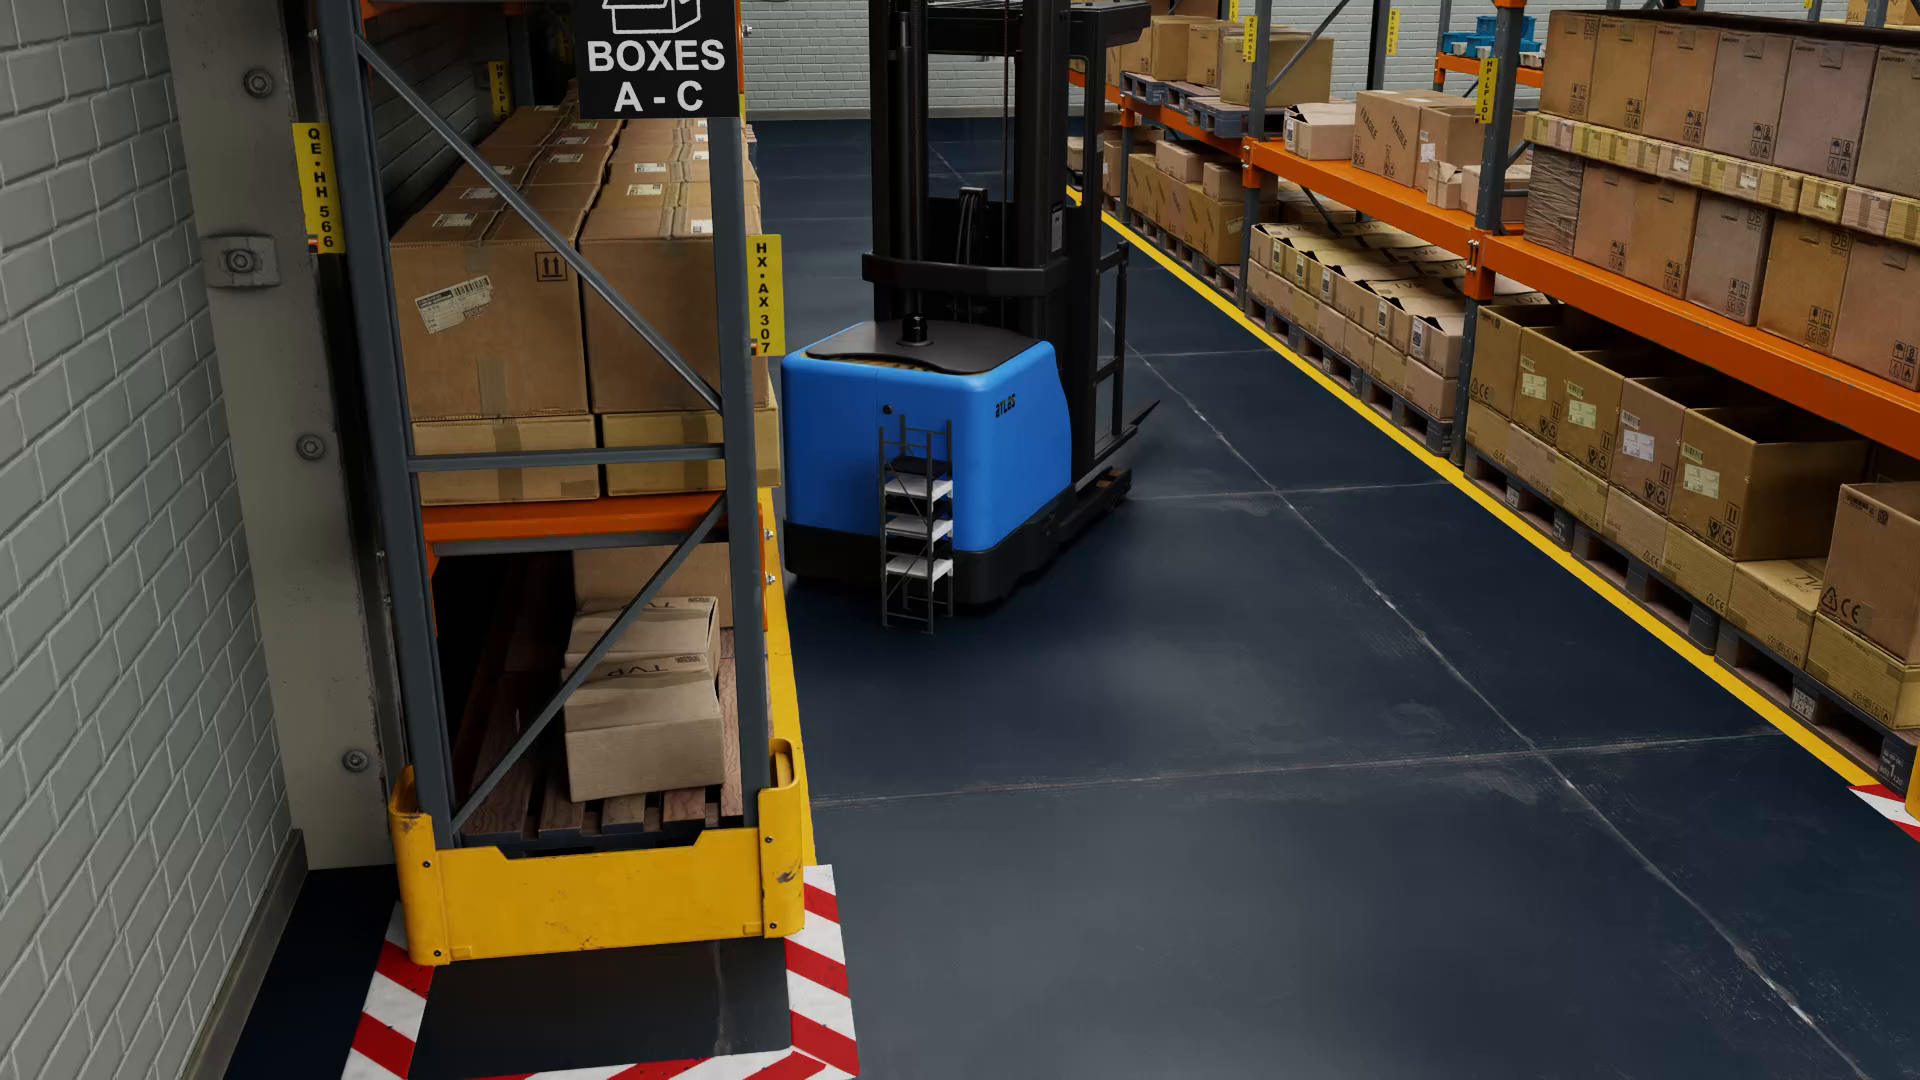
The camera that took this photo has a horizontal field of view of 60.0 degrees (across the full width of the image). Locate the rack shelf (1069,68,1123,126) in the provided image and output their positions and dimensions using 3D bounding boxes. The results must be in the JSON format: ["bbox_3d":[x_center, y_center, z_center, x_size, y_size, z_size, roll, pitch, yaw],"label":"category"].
[{"bbox_3d":[1.825,-4.978,18.286,1.077,0.370,4.000,-3,21,-8],"label":"rack shelf"}]

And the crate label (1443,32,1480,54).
[{"bbox_3d":[6.149,-6.104,20.425,0.416,0.233,0.303,-3,21,-8],"label":"crate label"}]

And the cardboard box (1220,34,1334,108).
[{"bbox_3d":[2.488,-3.694,13.076,0.700,0.500,0.500,-10,23,-26],"label":"cardboard box"}]

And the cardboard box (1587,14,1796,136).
[{"bbox_3d":[3.411,-2.179,7.767,0.700,0.500,0.500,-3,21,-8],"label":"cardboard box"}]

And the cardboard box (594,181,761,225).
[{"bbox_3d":[-0.891,-0.859,5.344,0.500,0.500,0.500,-3,21,-8],"label":"cardboard box"}]

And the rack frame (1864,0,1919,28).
[{"bbox_3d":[7.592,-3.486,13.263,1.000,3.000,0.127,-3,21,-8],"label":"rack frame"}]

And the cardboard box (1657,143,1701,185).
[{"bbox_3d":[3.303,-1.655,7.290,0.380,0.149,0.250,-4,21,-9],"label":"cardboard box"}]

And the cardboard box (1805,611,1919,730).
[{"bbox_3d":[3.473,0.453,6.047,0.500,0.250,0.500,-3,21,-8],"label":"cardboard box"}]

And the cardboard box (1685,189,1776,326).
[{"bbox_3d":[3.563,-1.213,7.034,0.700,0.500,0.500,-2,21,-6],"label":"cardboard box"}]

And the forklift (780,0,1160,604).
[{"bbox_3d":[0.257,-1.572,8.237,1.130,2.935,3.031,9,22,23],"label":"forklift"}]

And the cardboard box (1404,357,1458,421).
[{"bbox_3d":[2.920,-0.890,9.643,0.500,0.250,0.500,-3,21,-8],"label":"cardboard box"}]

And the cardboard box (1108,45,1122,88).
[{"bbox_3d":[1.787,-4.830,16.717,0.500,0.500,0.500,-3,21,-7],"label":"cardboard box"}]

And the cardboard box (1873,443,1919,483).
[{"bbox_3d":[3.912,-0.098,6.449,0.500,0.500,0.500,-3,21,-8],"label":"cardboard box"}]

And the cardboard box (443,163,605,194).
[{"bbox_3d":[-1.478,-1.013,5.756,0.500,0.500,0.500,-3,21,-9],"label":"cardboard box"}]

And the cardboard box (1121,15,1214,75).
[{"bbox_3d":[1.960,-4.691,15.746,0.700,0.500,0.500,-10,23,-26],"label":"cardboard box"}]

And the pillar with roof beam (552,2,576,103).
[{"bbox_3d":[0.515,-7.598,15.697,9.100,9.000,0.400,-3,21,-8],"label":"pillar with roof beam"}]

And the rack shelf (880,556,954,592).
[{"bbox_3d":[-0.186,0.134,7.180,0.258,0.077,0.200,9,22,23],"label":"rack shelf"}]

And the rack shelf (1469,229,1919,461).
[{"bbox_3d":[3.555,-0.823,7.162,1.077,0.370,4.000,-3,21,-8],"label":"rack shelf"}]

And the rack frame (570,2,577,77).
[{"bbox_3d":[-2.211,-2.987,11.926,1.000,3.000,0.127,-3,21,-8],"label":"rack frame"}]

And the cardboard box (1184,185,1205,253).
[{"bbox_3d":[2.249,-2.764,14.273,0.500,0.500,0.500,-4,21,-10],"label":"cardboard box"}]

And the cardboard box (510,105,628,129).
[{"bbox_3d":[-1.774,-1.719,7.645,0.500,0.500,0.500,-3,21,-9],"label":"cardboard box"}]

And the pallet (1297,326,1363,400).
[{"bbox_3d":[2.943,-1.223,11.189,1.003,0.211,1.213,-3,21,-8],"label":"pallet"}]

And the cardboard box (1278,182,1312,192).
[{"bbox_3d":[2.759,-2.800,14.369,0.500,0.500,0.500,-3,21,-8],"label":"cardboard box"}]

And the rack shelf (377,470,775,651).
[{"bbox_3d":[-1.347,-0.572,6.489,1.077,0.370,4.000,-3,21,-8],"label":"rack shelf"}]

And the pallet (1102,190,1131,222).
[{"bbox_3d":[2.015,-3.554,17.431,1.003,0.211,1.213,-3,21,-8],"label":"pallet"}]

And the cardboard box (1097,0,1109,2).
[{"bbox_3d":[1.708,-5.477,17.022,0.500,0.500,0.500,-3,21,-9],"label":"cardboard box"}]

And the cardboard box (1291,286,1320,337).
[{"bbox_3d":[2.629,-1.597,11.533,0.500,0.250,0.500,-3,21,-9],"label":"cardboard box"}]

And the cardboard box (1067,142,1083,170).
[{"bbox_3d":[1.479,-4.377,18.949,0.500,0.250,0.500,-3,21,-8],"label":"cardboard box"}]

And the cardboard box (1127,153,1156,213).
[{"bbox_3d":[1.942,-3.478,16.185,0.500,0.500,0.500,-4,21,-10],"label":"cardboard box"}]

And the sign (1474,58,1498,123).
[{"bbox_3d":[2.731,-2.327,8.619,0.100,0.325,0.005,-3,21,-8],"label":"sign"}]

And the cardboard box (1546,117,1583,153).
[{"bbox_3d":[3.150,-2.014,8.251,0.380,0.149,0.250,-3,21,-7],"label":"cardboard box"}]

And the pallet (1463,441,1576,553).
[{"bbox_3d":[3.340,-0.269,8.635,1.003,0.211,1.213,-3,21,-8],"label":"pallet"}]

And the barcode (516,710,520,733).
[{"bbox_3d":[-1.467,0.602,5.518,0.001,0.075,0.075,-3,21,-8],"label":"barcode"}]

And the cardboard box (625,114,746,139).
[{"bbox_3d":[-1.183,-1.572,7.251,0.500,0.500,0.500,-3,21,-8],"label":"cardboard box"}]

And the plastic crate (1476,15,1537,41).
[{"bbox_3d":[6.672,-6.194,20.378,0.616,0.435,0.499,-3,21,-8],"label":"plastic crate"}]

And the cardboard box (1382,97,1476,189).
[{"bbox_3d":[3.024,-2.522,10.539,0.500,0.500,0.500,-3,21,-8],"label":"cardboard box"}]

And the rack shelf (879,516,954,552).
[{"bbox_3d":[-0.186,-0.034,7.117,0.258,0.077,0.200,9,22,23],"label":"rack shelf"}]

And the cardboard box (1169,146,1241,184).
[{"bbox_3d":[2.159,-3.309,14.662,0.500,0.250,0.500,-3,21,-9],"label":"cardboard box"}]

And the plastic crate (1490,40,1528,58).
[{"bbox_3d":[6.339,-5.648,19.204,0.416,0.233,0.300,-3,21,-8],"label":"plastic crate"}]

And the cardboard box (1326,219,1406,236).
[{"bbox_3d":[3.009,-2.240,12.455,0.500,0.311,0.500,-2,21,-6],"label":"cardboard box"}]

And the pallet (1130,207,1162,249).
[{"bbox_3d":[2.268,-3.037,16.045,1.003,0.211,1.213,-3,21,-8],"label":"pallet"}]

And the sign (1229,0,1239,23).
[{"bbox_3d":[2.662,-5.194,16.182,0.100,0.325,0.005,-3,21,-8],"label":"sign"}]

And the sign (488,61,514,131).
[{"bbox_3d":[-2.184,-2.115,7.937,0.100,0.325,0.005,-3,21,-8],"label":"sign"}]

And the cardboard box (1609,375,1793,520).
[{"bbox_3d":[3.242,-0.417,7.304,0.500,0.500,0.500,-3,21,-8],"label":"cardboard box"}]

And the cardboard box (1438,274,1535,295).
[{"bbox_3d":[3.311,-1.533,10.561,0.500,0.311,0.500,-4,21,-10],"label":"cardboard box"}]

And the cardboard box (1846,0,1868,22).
[{"bbox_3d":[11.214,-6.573,20.246,0.500,0.500,0.500,-3,21,-9],"label":"cardboard box"}]

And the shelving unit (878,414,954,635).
[{"bbox_3d":[-0.186,-0.066,7.105,0.258,0.900,0.210,9,22,23],"label":"shelving unit"}]

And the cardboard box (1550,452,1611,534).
[{"bbox_3d":[3.167,-0.239,7.898,0.500,0.250,0.500,-3,21,-8],"label":"cardboard box"}]

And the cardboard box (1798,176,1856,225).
[{"bbox_3d":[3.451,-1.299,6.336,0.380,0.149,0.250,-2,21,-6],"label":"cardboard box"}]

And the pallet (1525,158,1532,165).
[{"bbox_3d":[6.692,-4.241,19.269,1.003,0.211,1.213,-3,21,-8],"label":"pallet"}]

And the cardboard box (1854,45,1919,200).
[{"bbox_3d":[3.700,-1.485,5.908,0.700,0.500,0.500,-3,21,-9],"label":"cardboard box"}]

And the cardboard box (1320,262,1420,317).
[{"bbox_3d":[2.705,-1.677,10.947,0.500,0.311,0.500,-3,21,-8],"label":"cardboard box"}]

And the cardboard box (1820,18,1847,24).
[{"bbox_3d":[11.142,-6.395,20.841,0.500,0.250,0.500,-3,21,-9],"label":"cardboard box"}]

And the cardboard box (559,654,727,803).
[{"bbox_3d":[-1.069,0.593,5.556,0.500,0.311,0.500,-5,21,-14],"label":"cardboard box"}]
